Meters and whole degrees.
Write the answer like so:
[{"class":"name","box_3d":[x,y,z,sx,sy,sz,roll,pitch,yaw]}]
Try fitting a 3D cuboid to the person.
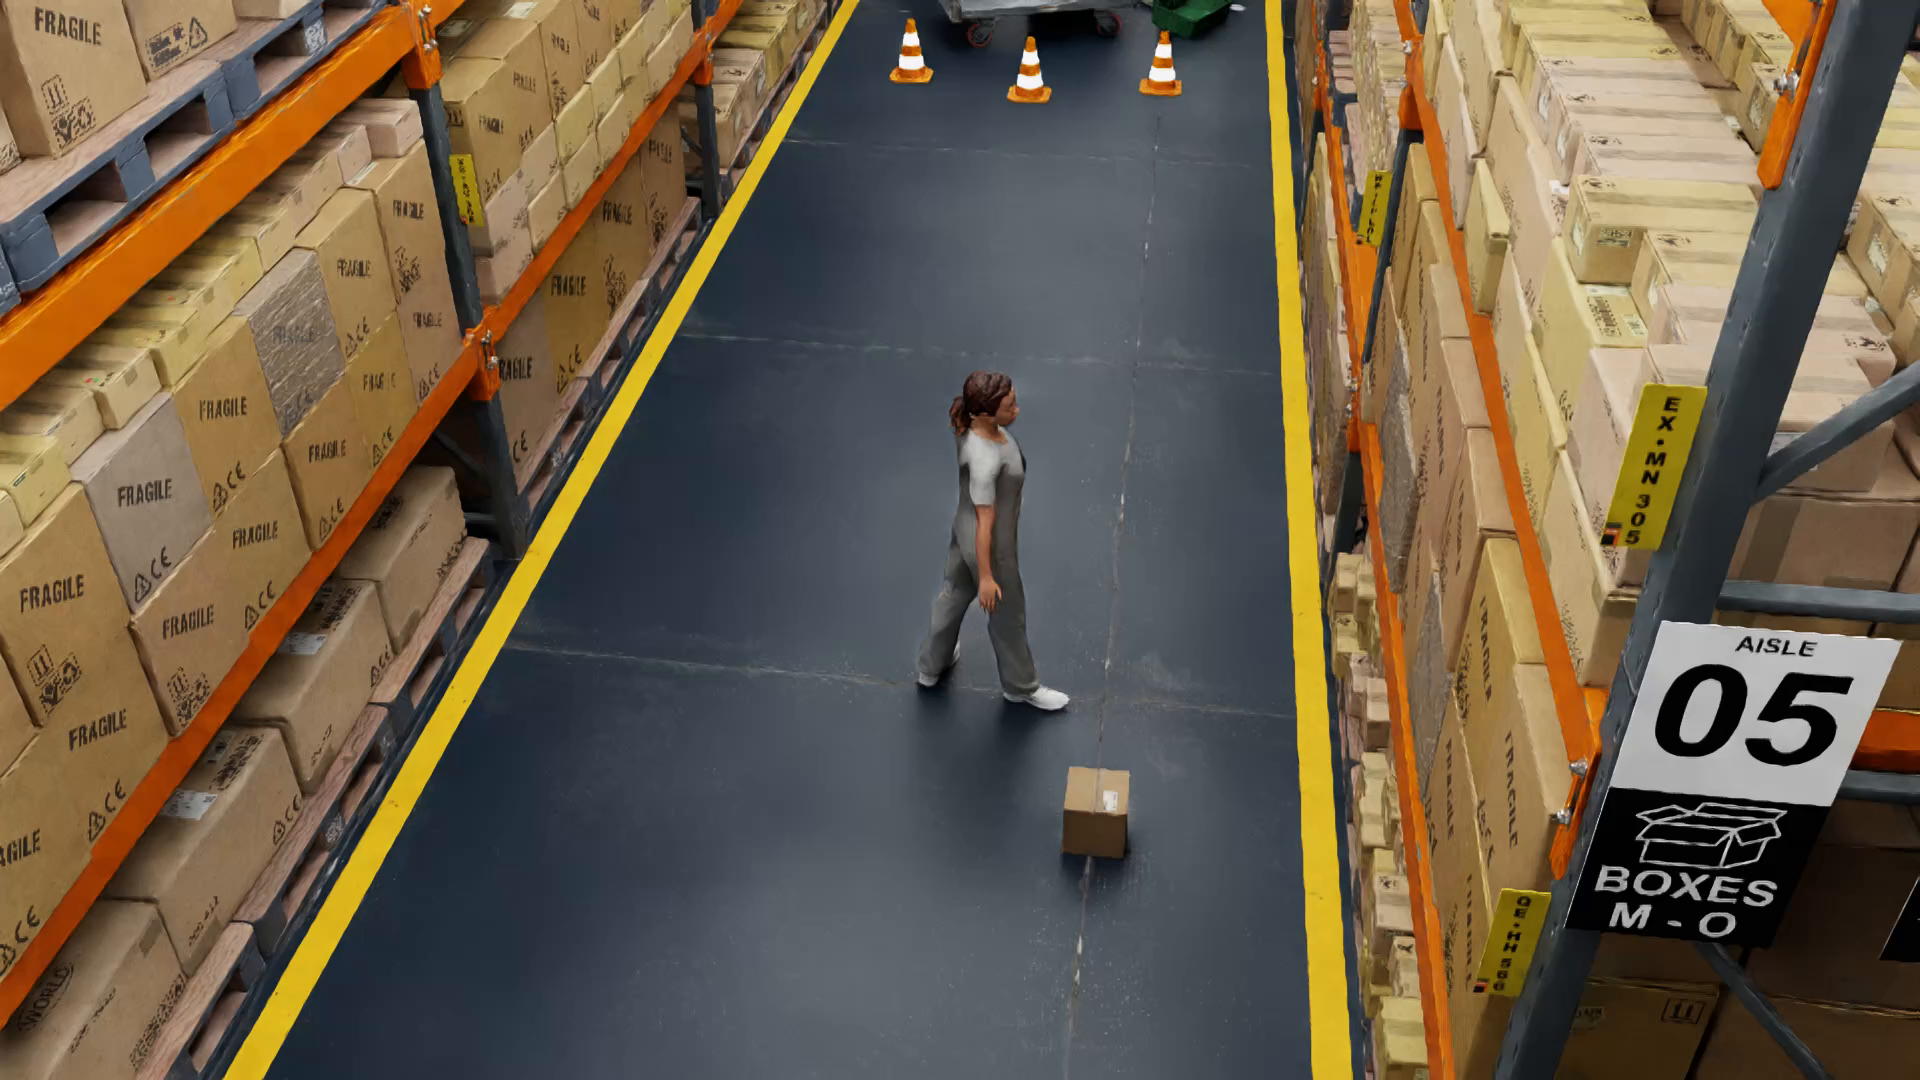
[{"class":"person","box_3d":[0.139,0.024,6.999,0.659,1.661,0.646,-5,37,-6]}]
